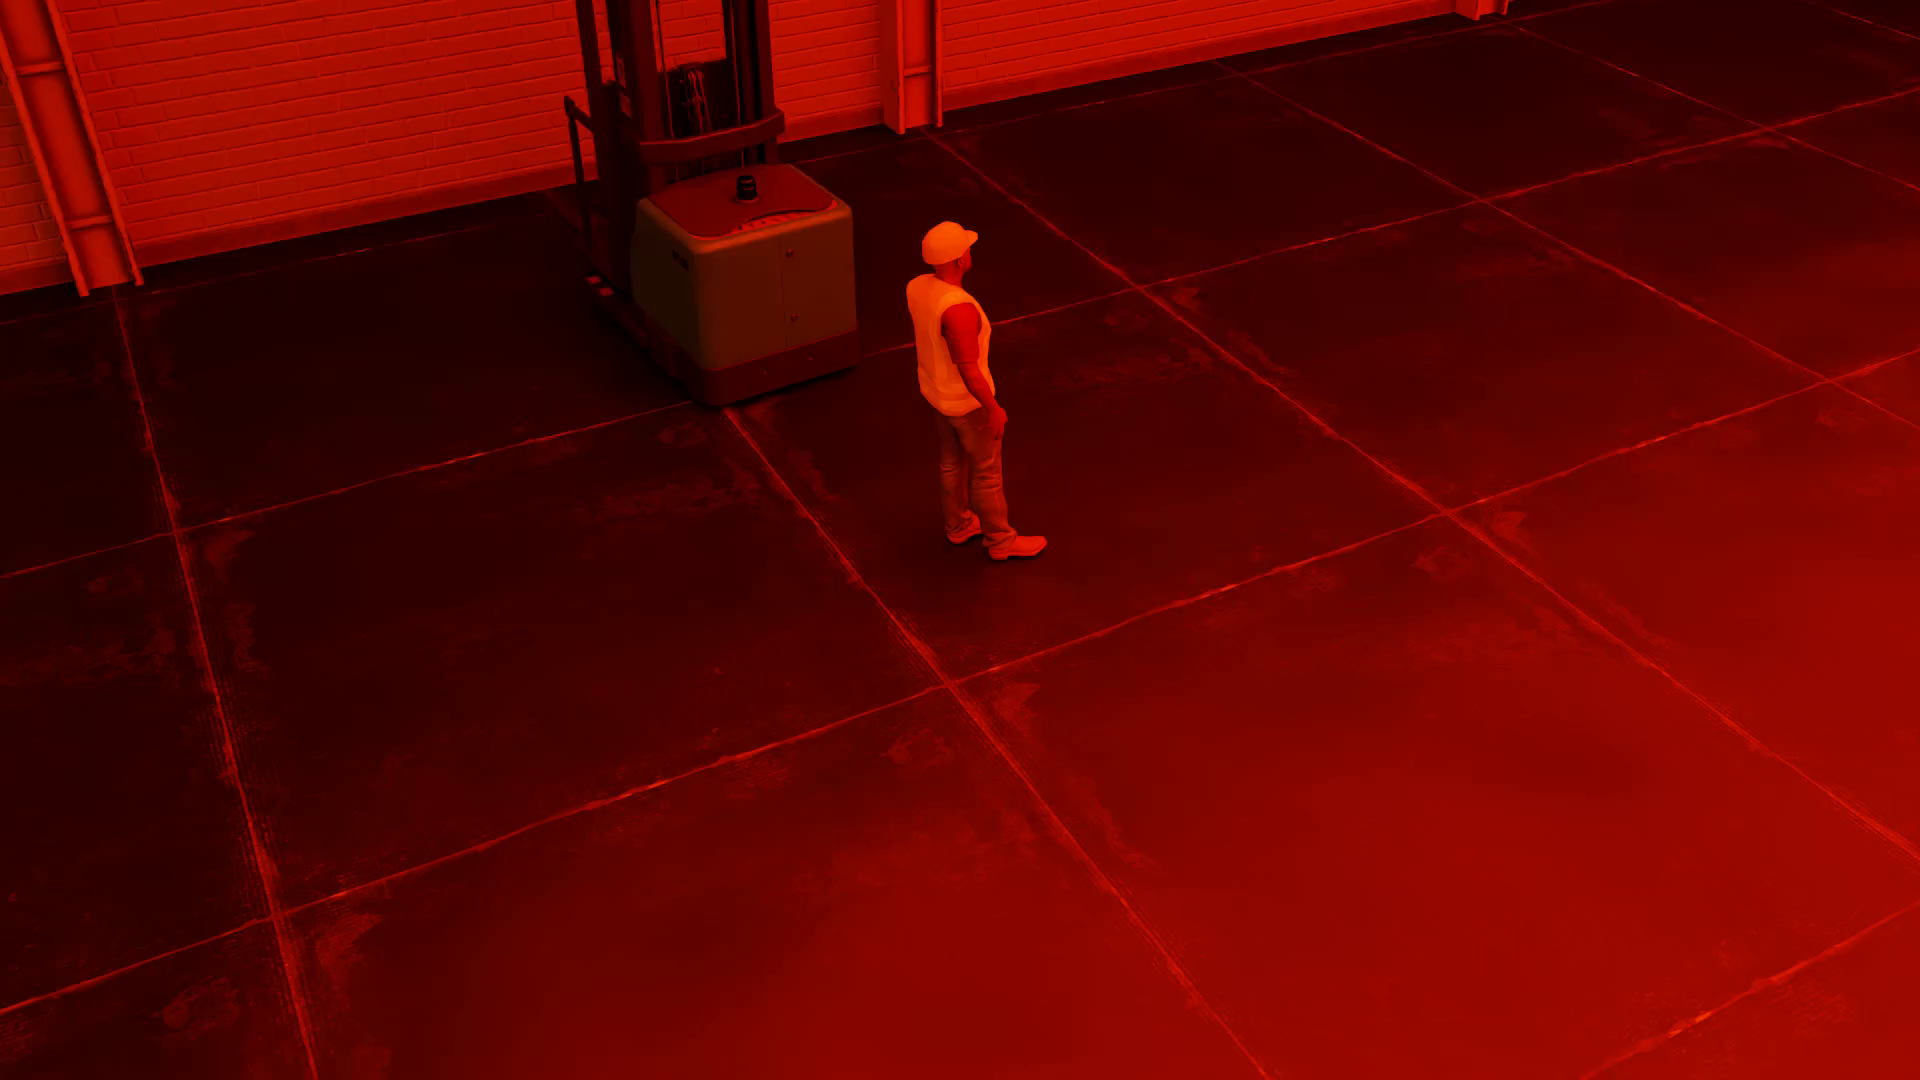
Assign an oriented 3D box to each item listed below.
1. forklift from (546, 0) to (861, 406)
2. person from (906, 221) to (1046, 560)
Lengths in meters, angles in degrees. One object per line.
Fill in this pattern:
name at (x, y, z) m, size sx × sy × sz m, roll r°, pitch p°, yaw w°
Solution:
forklift at (-1.816, -2.792, 10.073) m, size 1.130 × 2.935 × 3.031 m, roll -20°, pitch 40°, yaw -26°
person at (0.065, -0.743, 8.171) m, size 0.575 × 1.768 × 0.665 m, roll -17°, pitch 39°, yaw -23°
